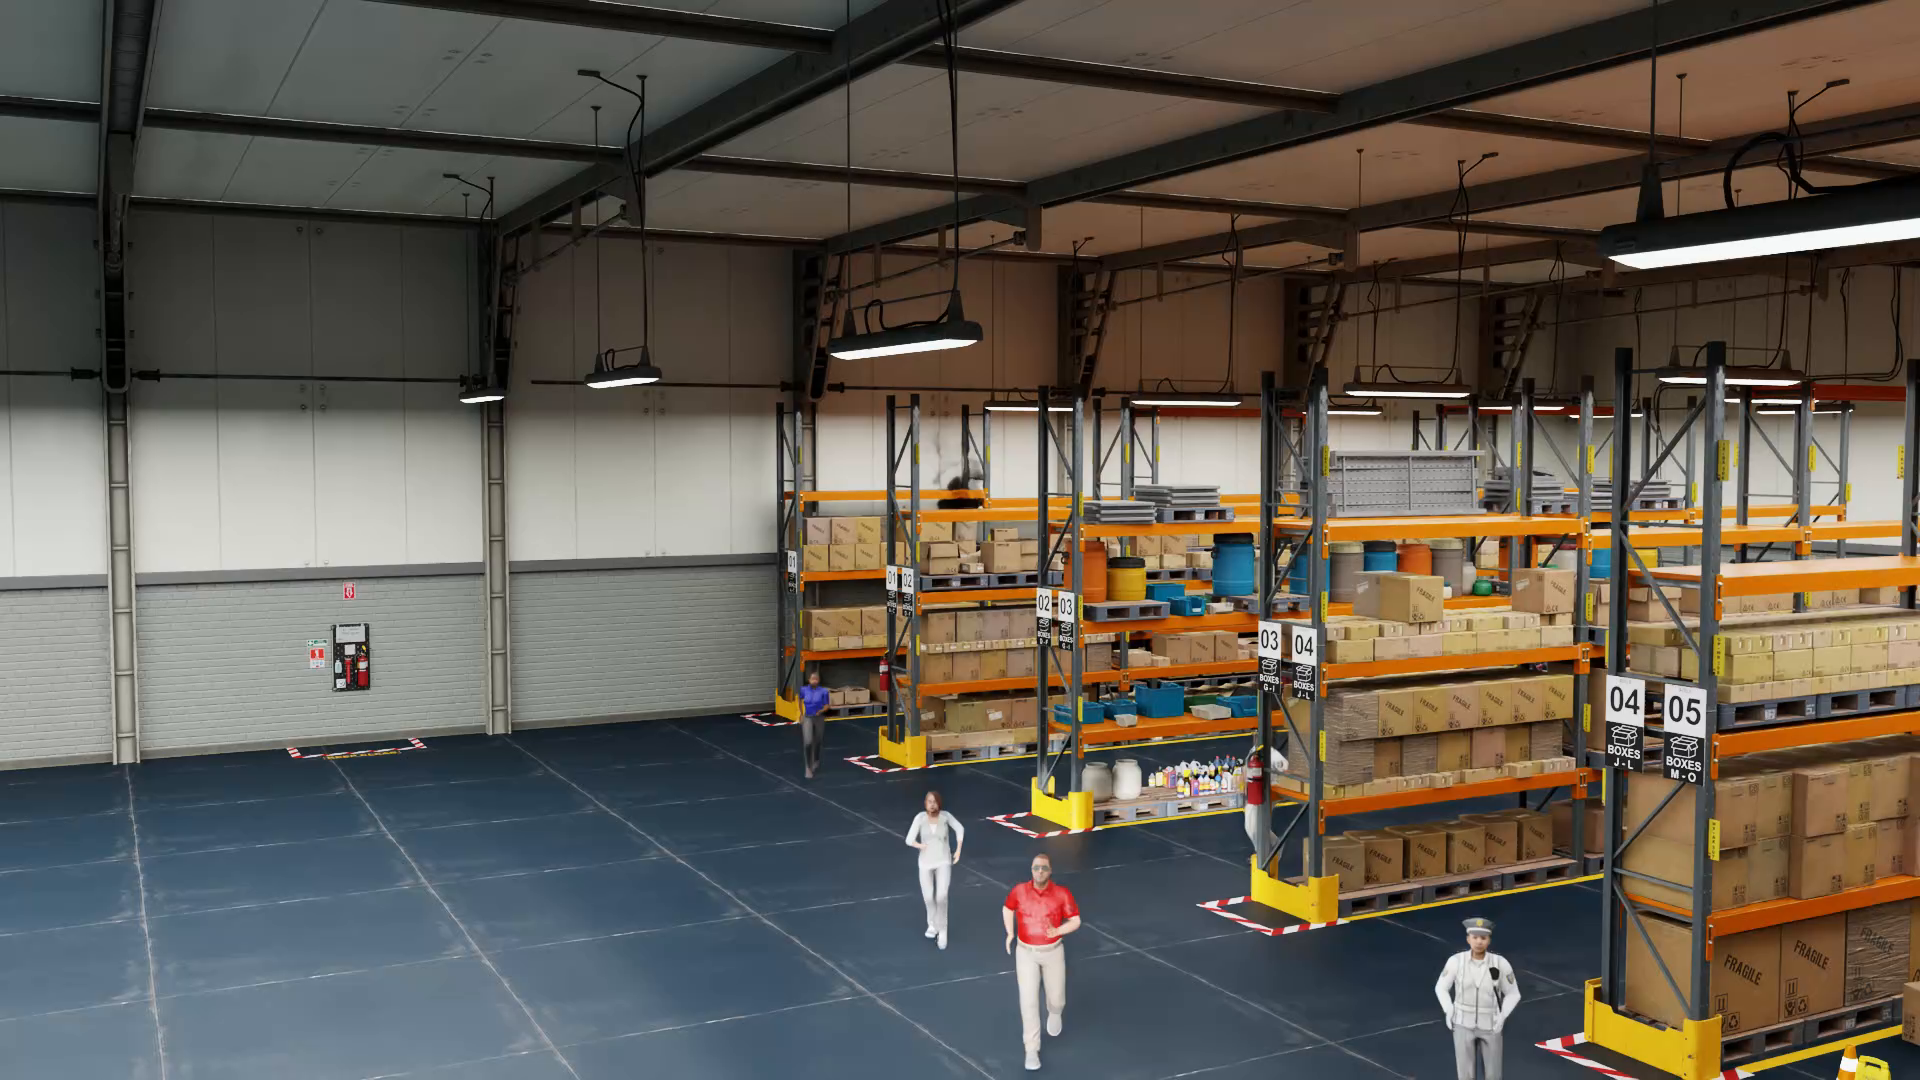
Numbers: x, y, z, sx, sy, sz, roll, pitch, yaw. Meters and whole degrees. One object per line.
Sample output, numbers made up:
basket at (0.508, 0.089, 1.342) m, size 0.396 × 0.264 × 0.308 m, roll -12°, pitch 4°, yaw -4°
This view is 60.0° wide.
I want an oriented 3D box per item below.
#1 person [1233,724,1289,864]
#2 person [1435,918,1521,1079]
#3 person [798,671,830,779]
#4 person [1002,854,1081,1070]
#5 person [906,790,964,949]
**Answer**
person at (3.679, 3.128, 20.409) m, size 0.600 × 1.738 × 0.677 m, roll -2°, pitch 4°, yaw -27°
person at (3.878, 3.630, 12.477) m, size 0.615 × 1.648 × 0.589 m, roll 1°, pitch 3°, yaw 18°
person at (-2.288, 2.886, 26.081) m, size 0.486 × 1.688 × 0.838 m, roll -1°, pitch 3°, yaw -9°
person at (0.682, 3.506, 14.076) m, size 0.674 × 1.696 × 0.921 m, roll 0°, pitch 3°, yaw 6°
person at (-0.265, 3.392, 17.177) m, size 0.579 × 1.623 × 0.658 m, roll 0°, pitch 3°, yaw 5°
